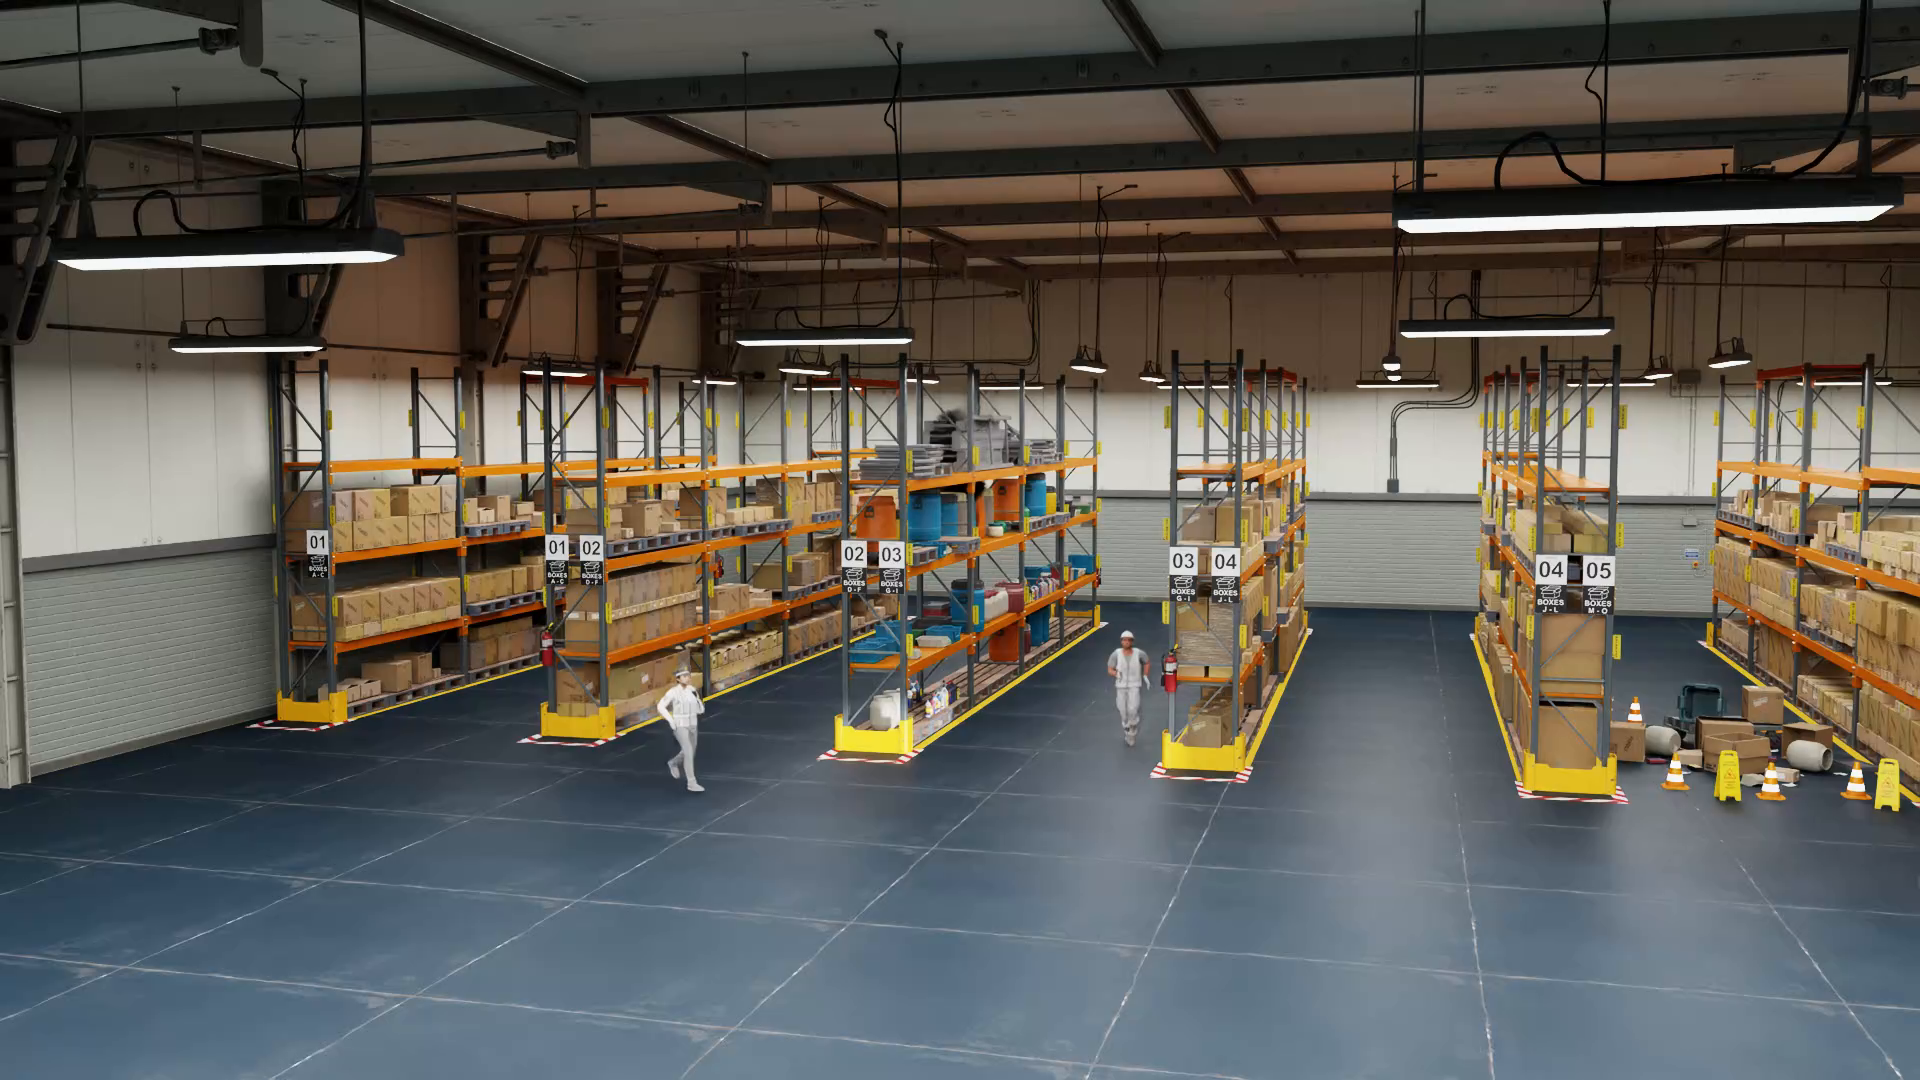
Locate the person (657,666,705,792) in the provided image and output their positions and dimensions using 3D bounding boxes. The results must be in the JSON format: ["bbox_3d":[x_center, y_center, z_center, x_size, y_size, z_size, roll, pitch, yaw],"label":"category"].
[{"bbox_3d":[-3.751,2.532,22.565,0.885,1.669,0.624,4,6,44],"label":"person"}]

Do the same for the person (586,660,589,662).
[{"bbox_3d":[-6.786,1.921,30.875,0.661,1.714,0.936,1,4,8],"label":"person"}]

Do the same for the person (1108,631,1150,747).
[{"bbox_3d":[2.572,2.273,25.401,0.633,1.776,0.765,1,4,13],"label":"person"}]
